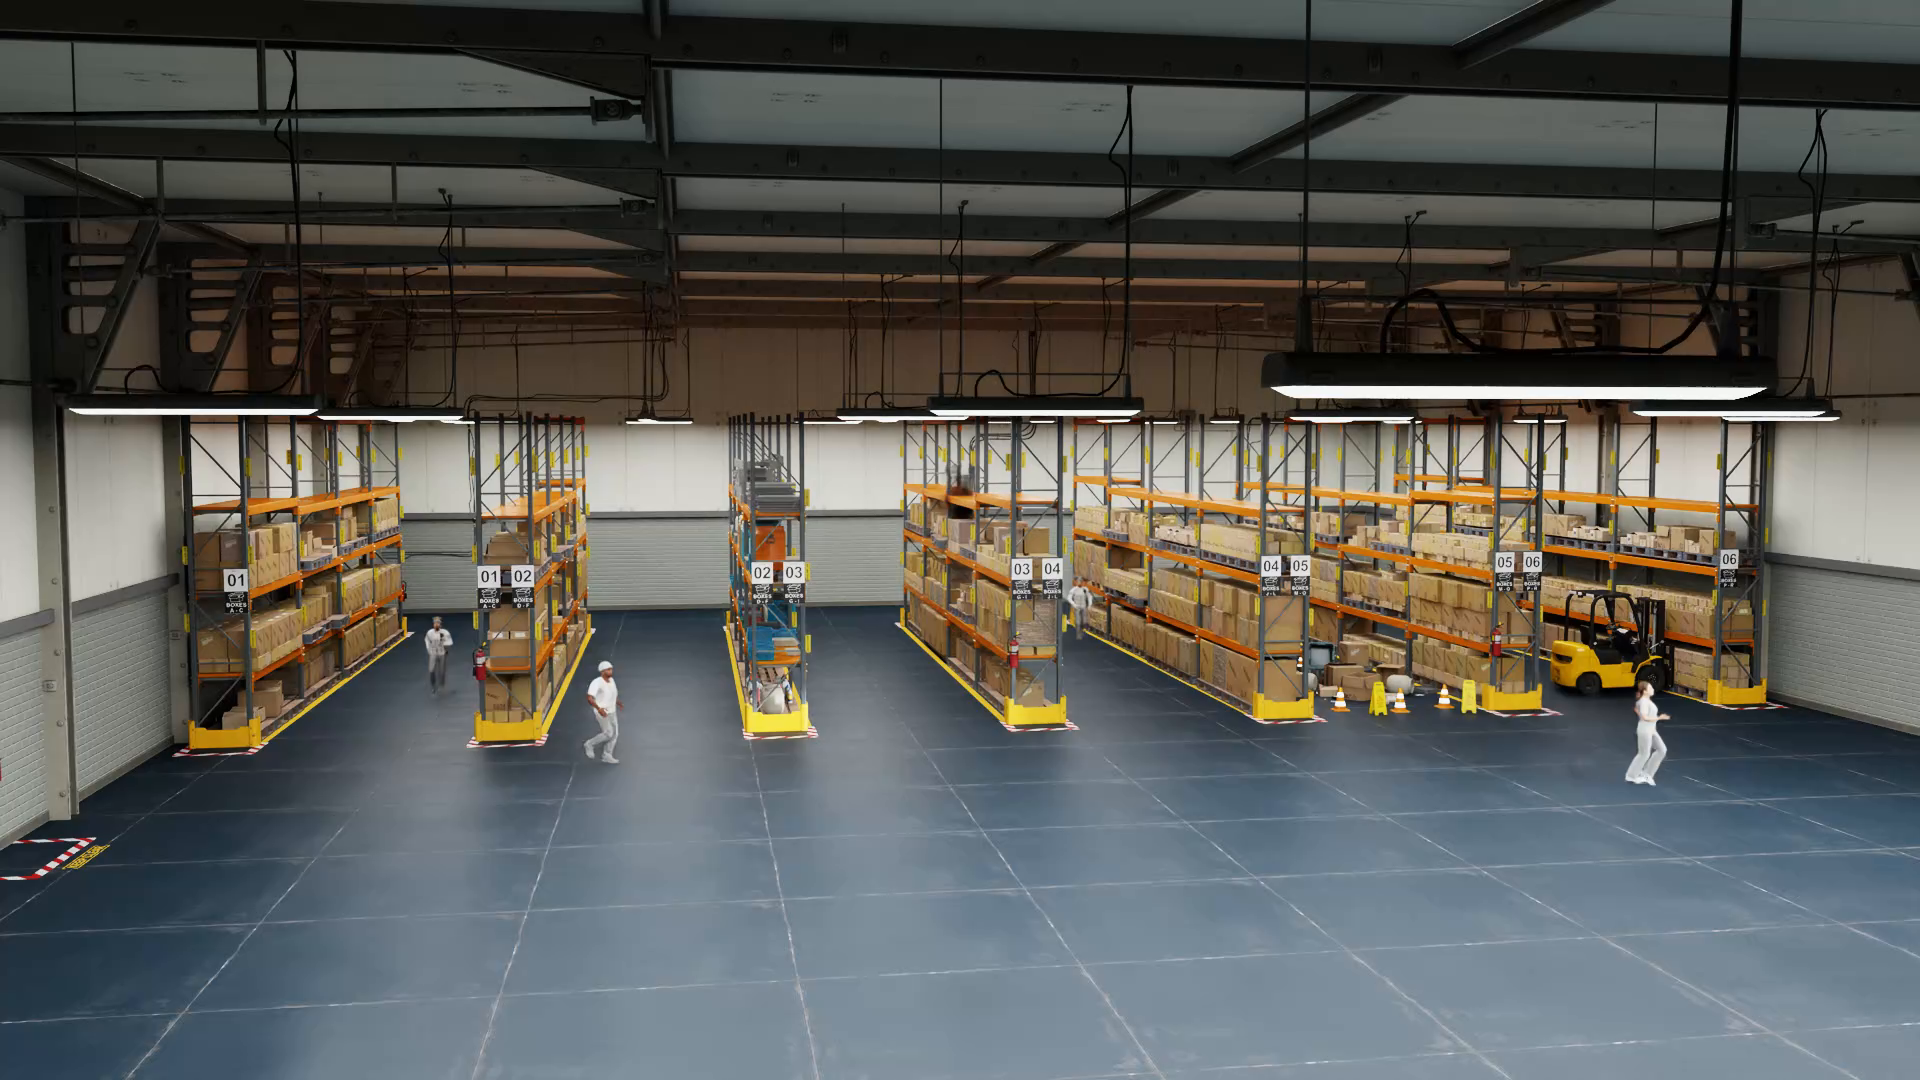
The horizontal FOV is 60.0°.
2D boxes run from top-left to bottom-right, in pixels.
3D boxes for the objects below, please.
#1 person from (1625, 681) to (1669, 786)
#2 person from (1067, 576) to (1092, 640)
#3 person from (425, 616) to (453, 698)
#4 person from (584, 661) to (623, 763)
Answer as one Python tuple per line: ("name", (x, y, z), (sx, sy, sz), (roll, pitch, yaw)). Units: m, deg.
("person", (10.971, 3.092, 26.501), (0.654, 1.689, 0.545), (2, 5, 32))
("person", (3.064, 1.725, 42.416), (0.668, 1.641, 0.528), (-1, 4, -9))
("person", (-11.111, 2.490, 35.469), (0.596, 1.743, 0.735), (-1, 4, -11))
("person", (-6.093, 2.931, 28.388), (0.607, 1.740, 0.721), (1, 4, 21))
